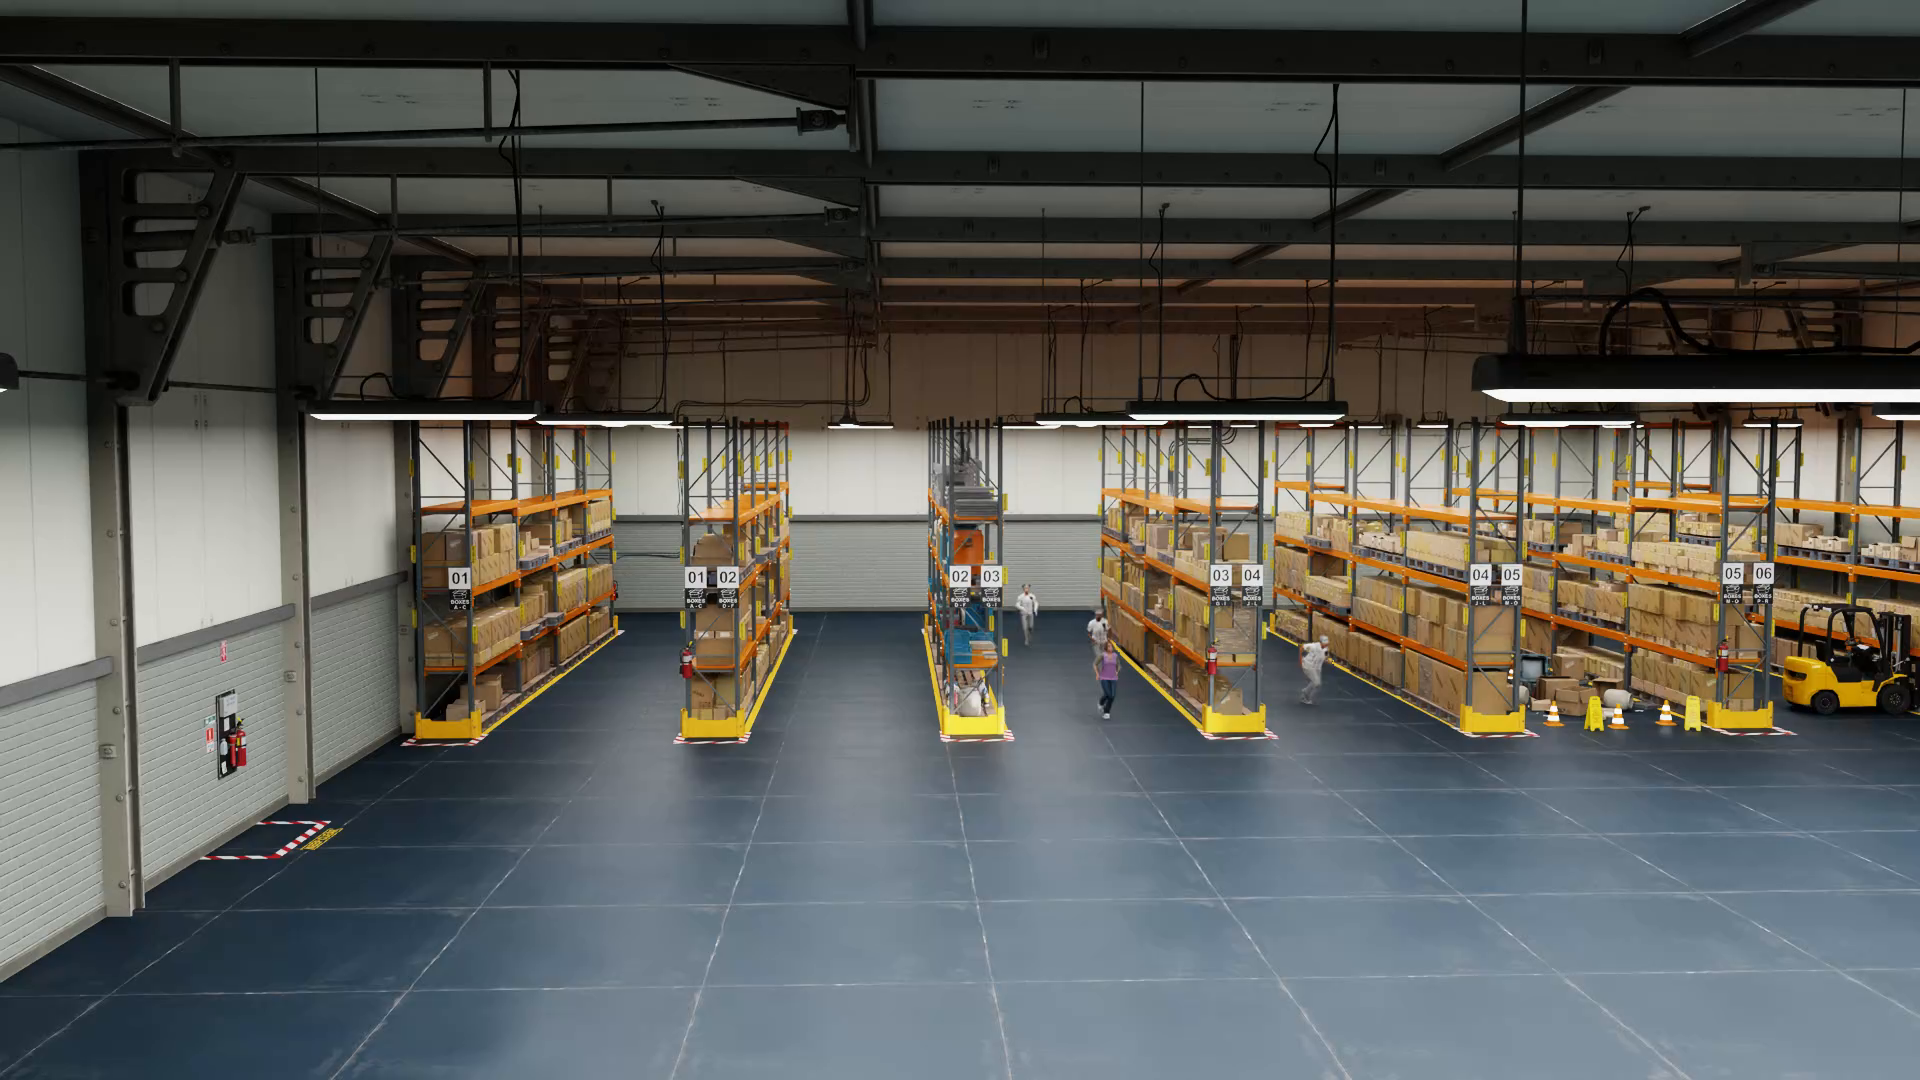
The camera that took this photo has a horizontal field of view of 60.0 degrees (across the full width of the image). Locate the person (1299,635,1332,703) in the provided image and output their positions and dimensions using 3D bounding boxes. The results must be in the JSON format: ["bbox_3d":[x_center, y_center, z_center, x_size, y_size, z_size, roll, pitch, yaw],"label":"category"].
[{"bbox_3d":[7.379,2.709,34.733,0.637,1.496,0.862,-2,4,-32],"label":"person"}]

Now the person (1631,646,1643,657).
[{"bbox_3d":[16.441,2.281,40.441,0.619,1.628,0.830,-1,4,-8],"label":"person"}]

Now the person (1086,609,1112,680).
[{"bbox_3d":[3.228,2.403,38.714,0.594,1.666,0.720,0,4,-6],"label":"person"}]

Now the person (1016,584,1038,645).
[{"bbox_3d":[1.808,1.995,44.553,0.605,1.654,0.530,0,4,-3],"label":"person"}]

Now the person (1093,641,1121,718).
[{"bbox_3d":[2.964,2.794,33.079,0.537,1.540,0.537,-1,4,-16],"label":"person"}]
